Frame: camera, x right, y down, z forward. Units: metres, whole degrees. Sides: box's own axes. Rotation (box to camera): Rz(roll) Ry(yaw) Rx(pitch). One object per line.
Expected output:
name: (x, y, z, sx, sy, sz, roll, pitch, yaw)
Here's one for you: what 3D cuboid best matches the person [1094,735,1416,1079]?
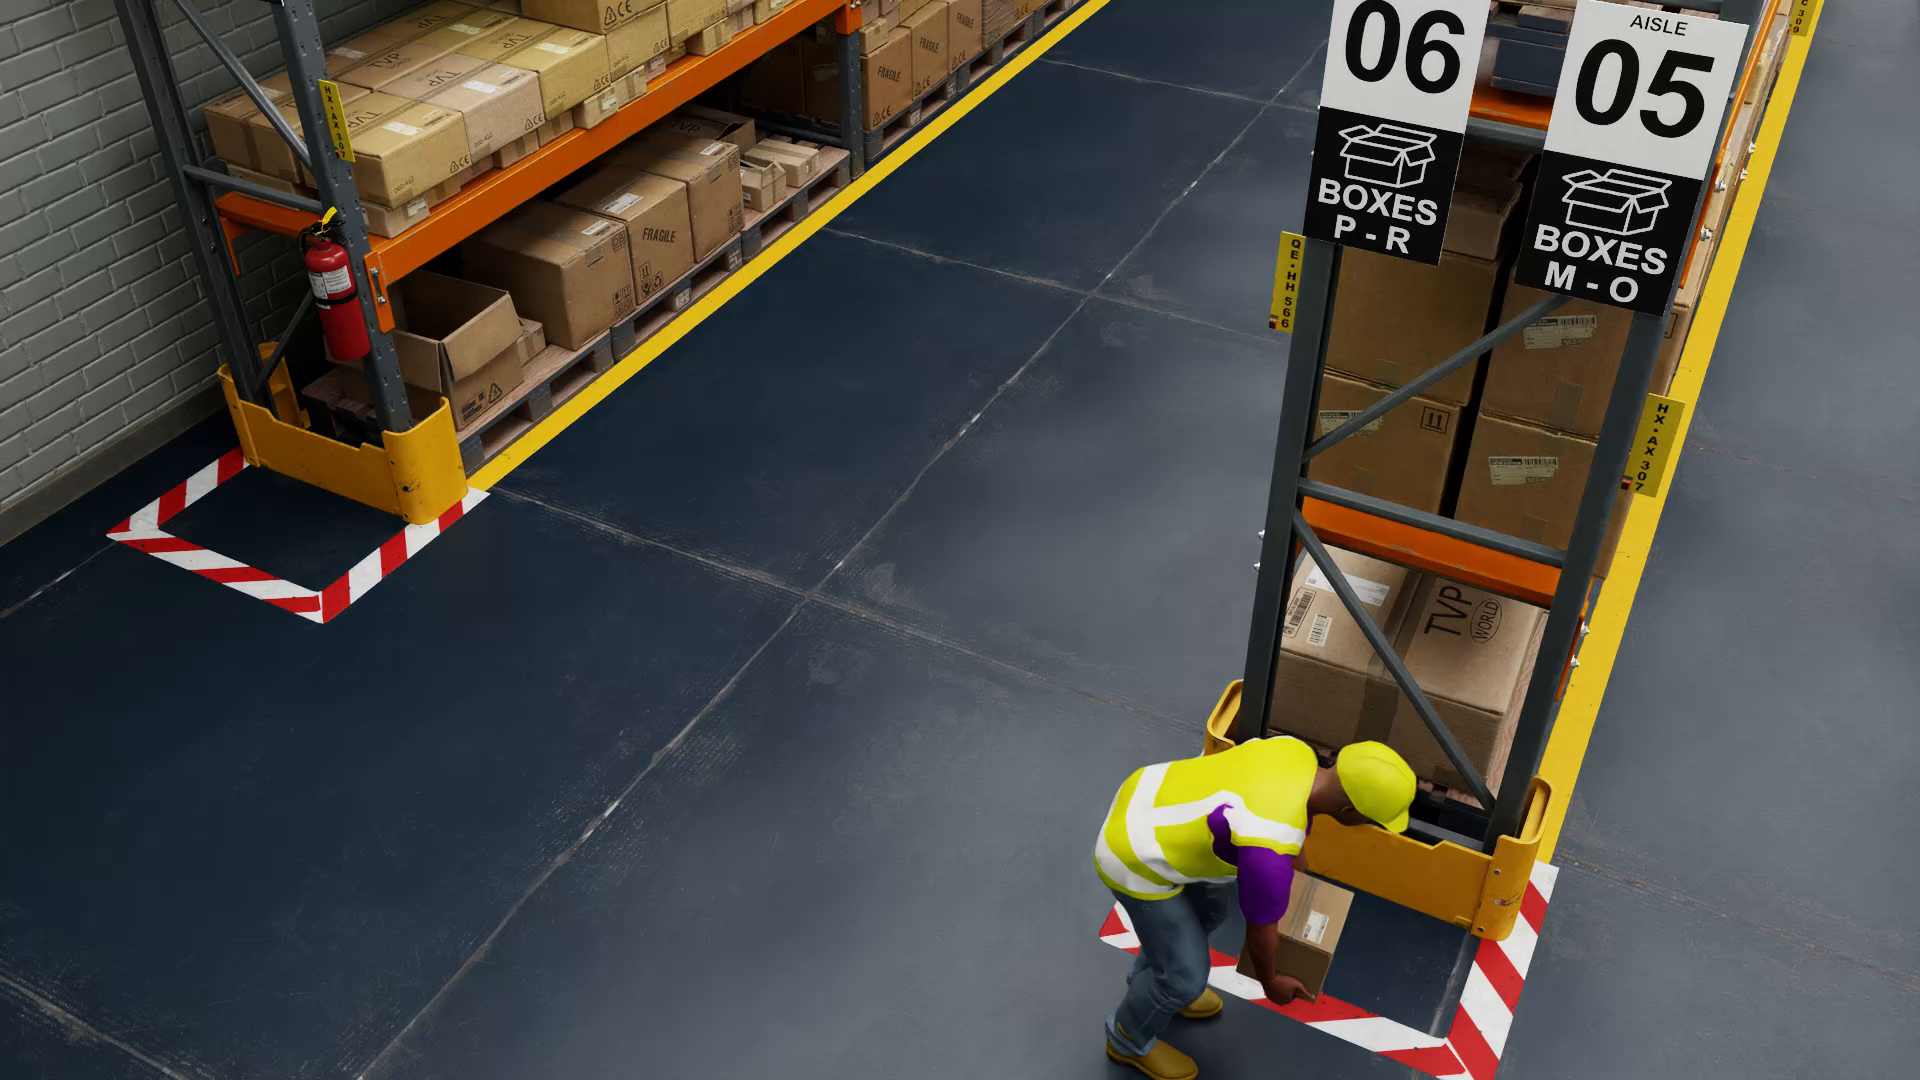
person: (0.835, 1.073, 4.998, 0.857, 1.454, 0.488, 13, 40, 16)
